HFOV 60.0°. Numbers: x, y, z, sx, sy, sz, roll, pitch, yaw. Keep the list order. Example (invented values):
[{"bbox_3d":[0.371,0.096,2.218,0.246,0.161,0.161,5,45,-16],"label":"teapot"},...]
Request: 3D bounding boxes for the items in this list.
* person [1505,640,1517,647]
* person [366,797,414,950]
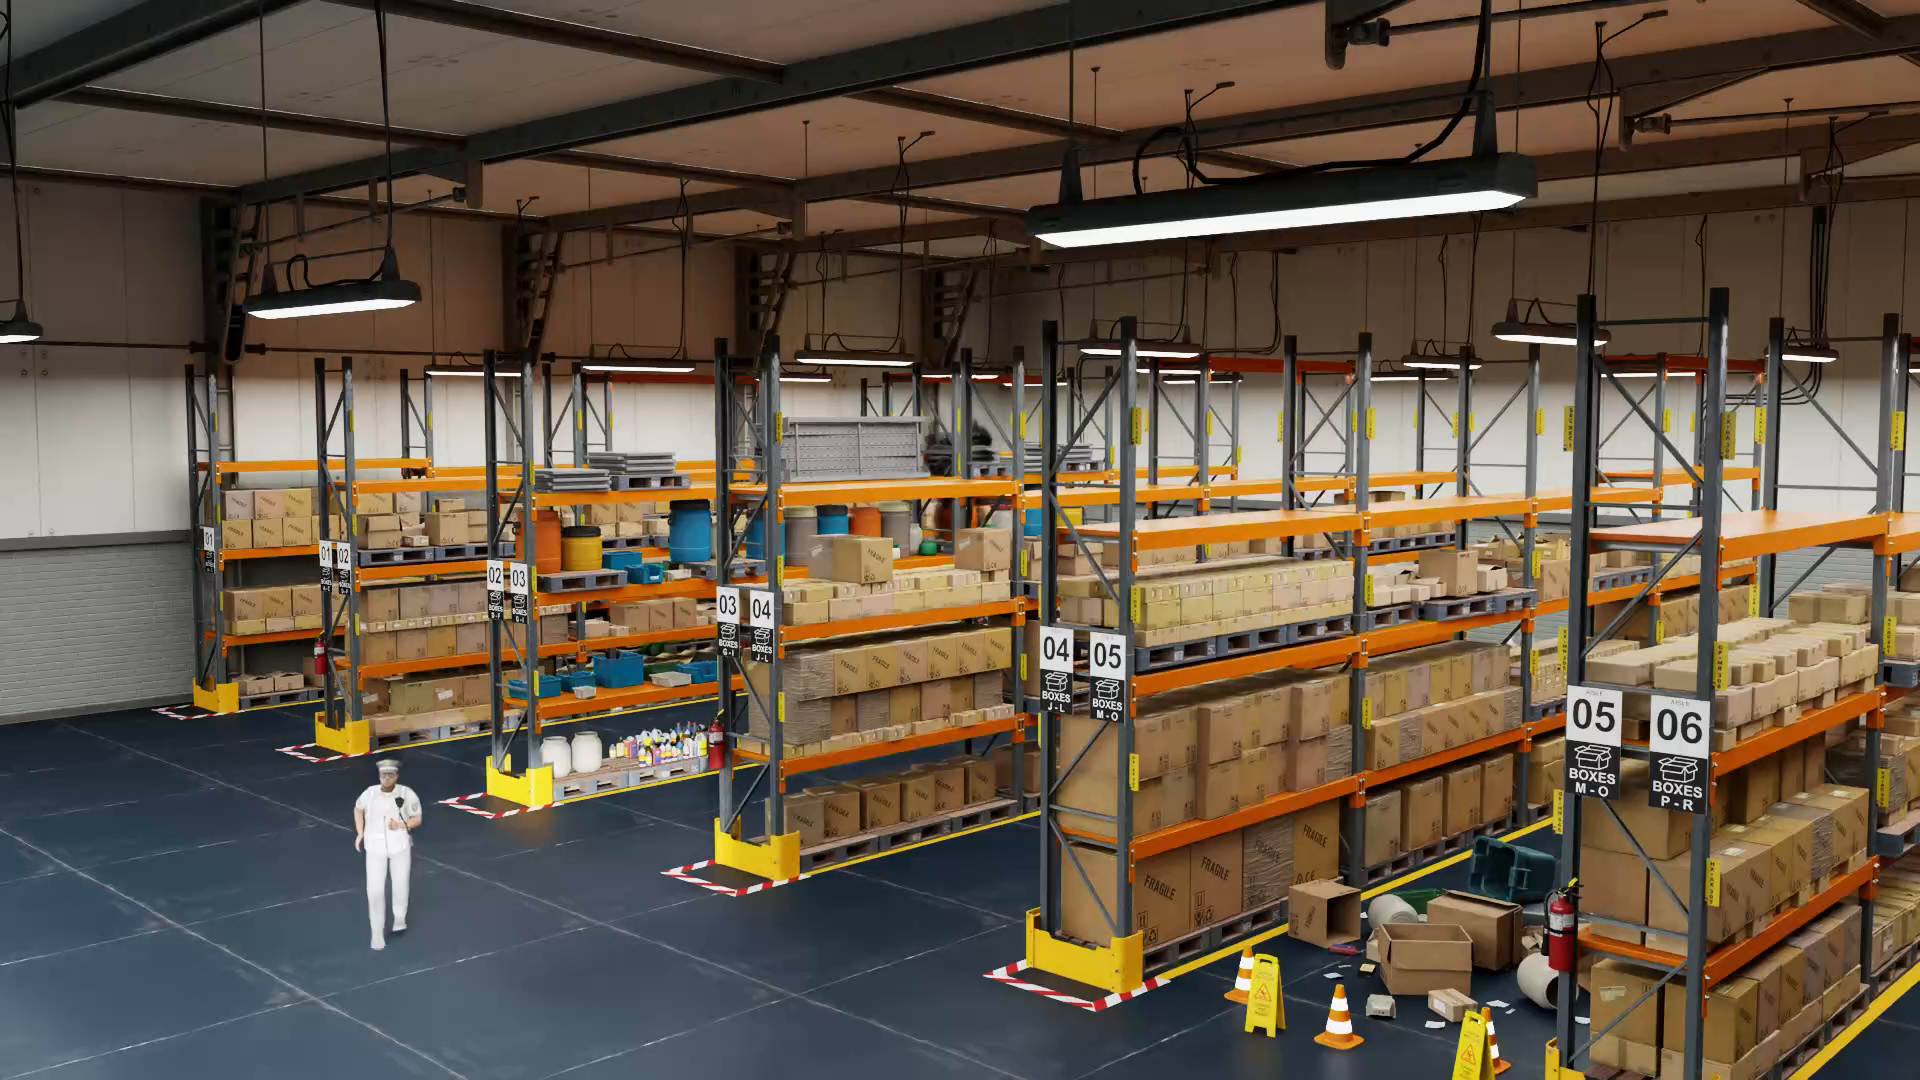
[{"bbox_3d":[8.274,2.384,24.954,0.722,1.768,0.619,-4,6,-42],"label":"person"},{"bbox_3d":[-5.574,3.227,16.281,0.445,1.487,0.657,-1,5,-18],"label":"person"}]
